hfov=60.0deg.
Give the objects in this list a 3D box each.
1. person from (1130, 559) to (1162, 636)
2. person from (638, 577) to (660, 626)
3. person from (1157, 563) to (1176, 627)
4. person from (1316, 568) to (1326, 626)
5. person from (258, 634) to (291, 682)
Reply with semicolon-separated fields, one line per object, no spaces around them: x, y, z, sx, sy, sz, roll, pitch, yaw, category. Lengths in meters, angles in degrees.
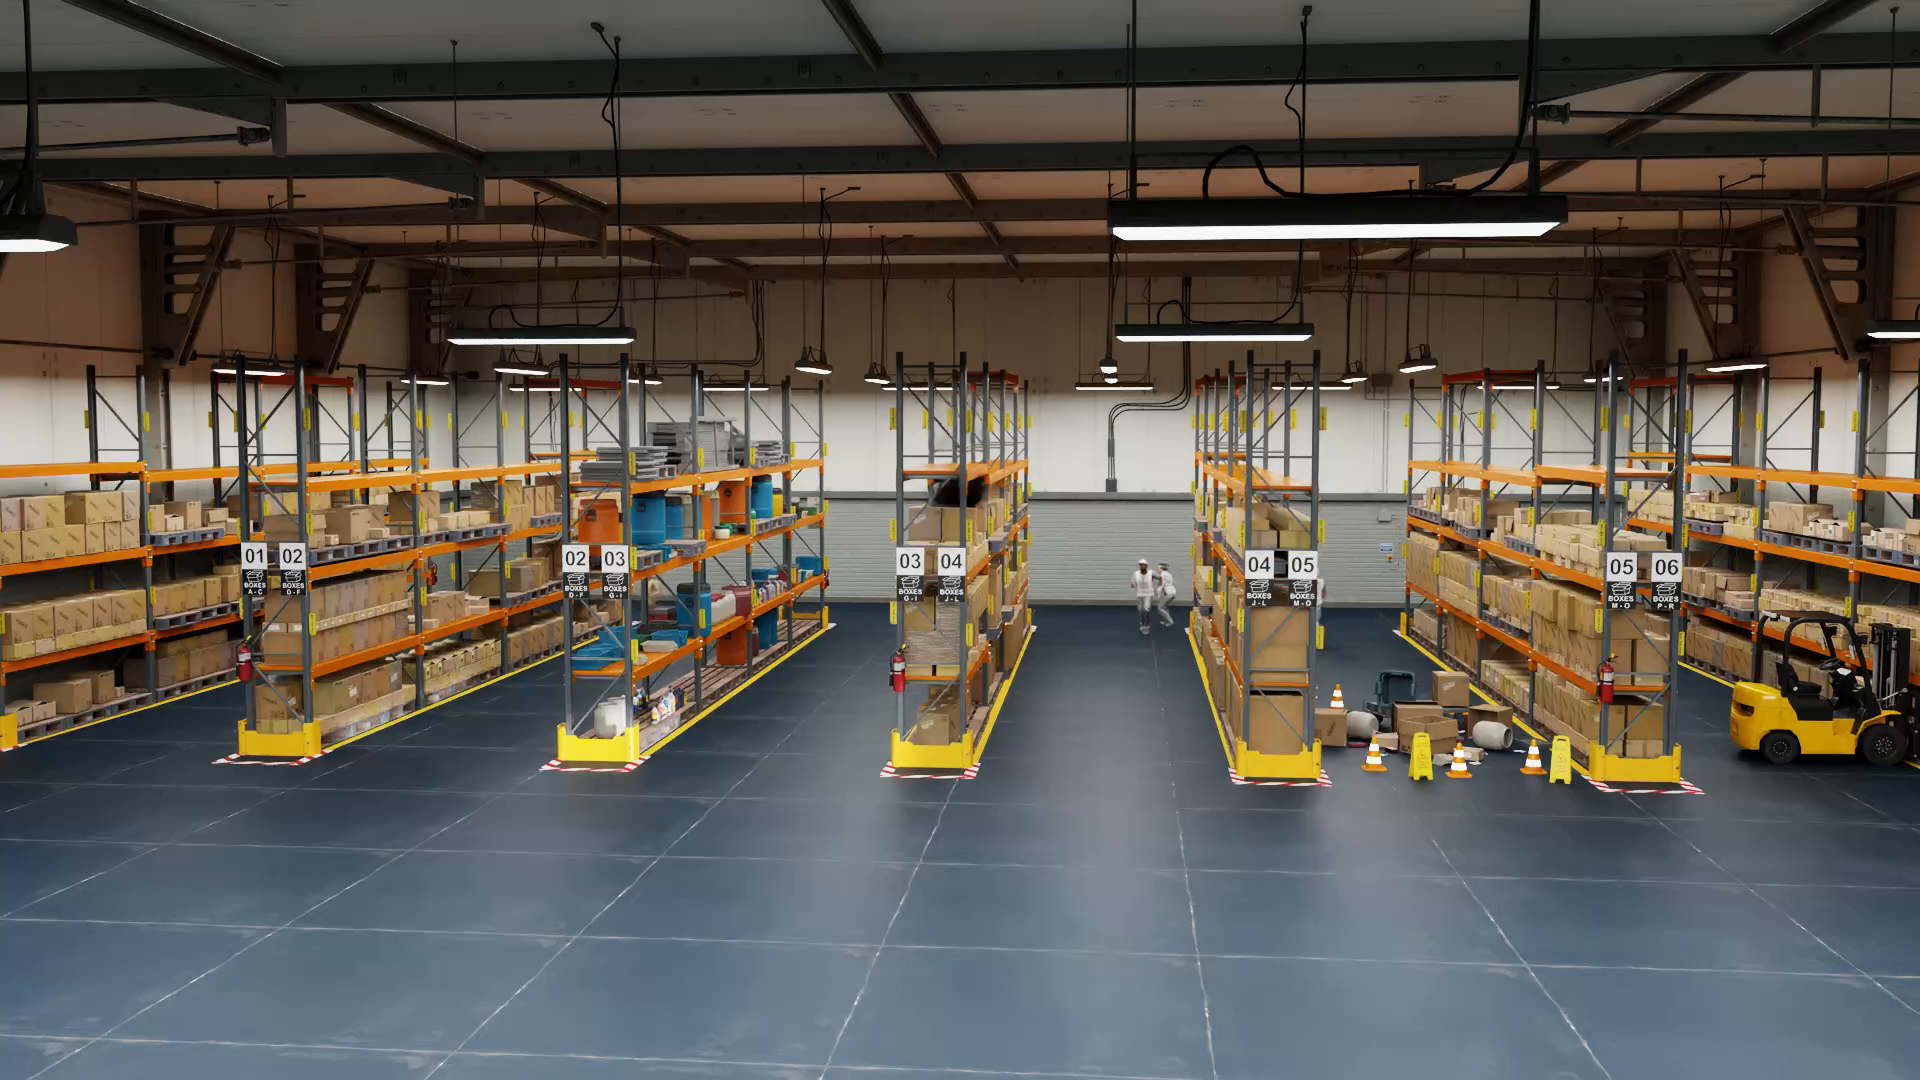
4.351;1.340;39.001;0.701;1.793;0.894;2;4;22;person
-7.079;1.493;37.866;0.541;1.704;1.071;0;4;-1;person
5.025;1.342;40.733;0.578;1.553;0.747;3;5;32;person
7.957;1.454;37.635;0.661;1.735;0.642;-1;4;-11;person
-11.559;2.186;28.325;0.705;1.720;0.990;0;4;3;person
